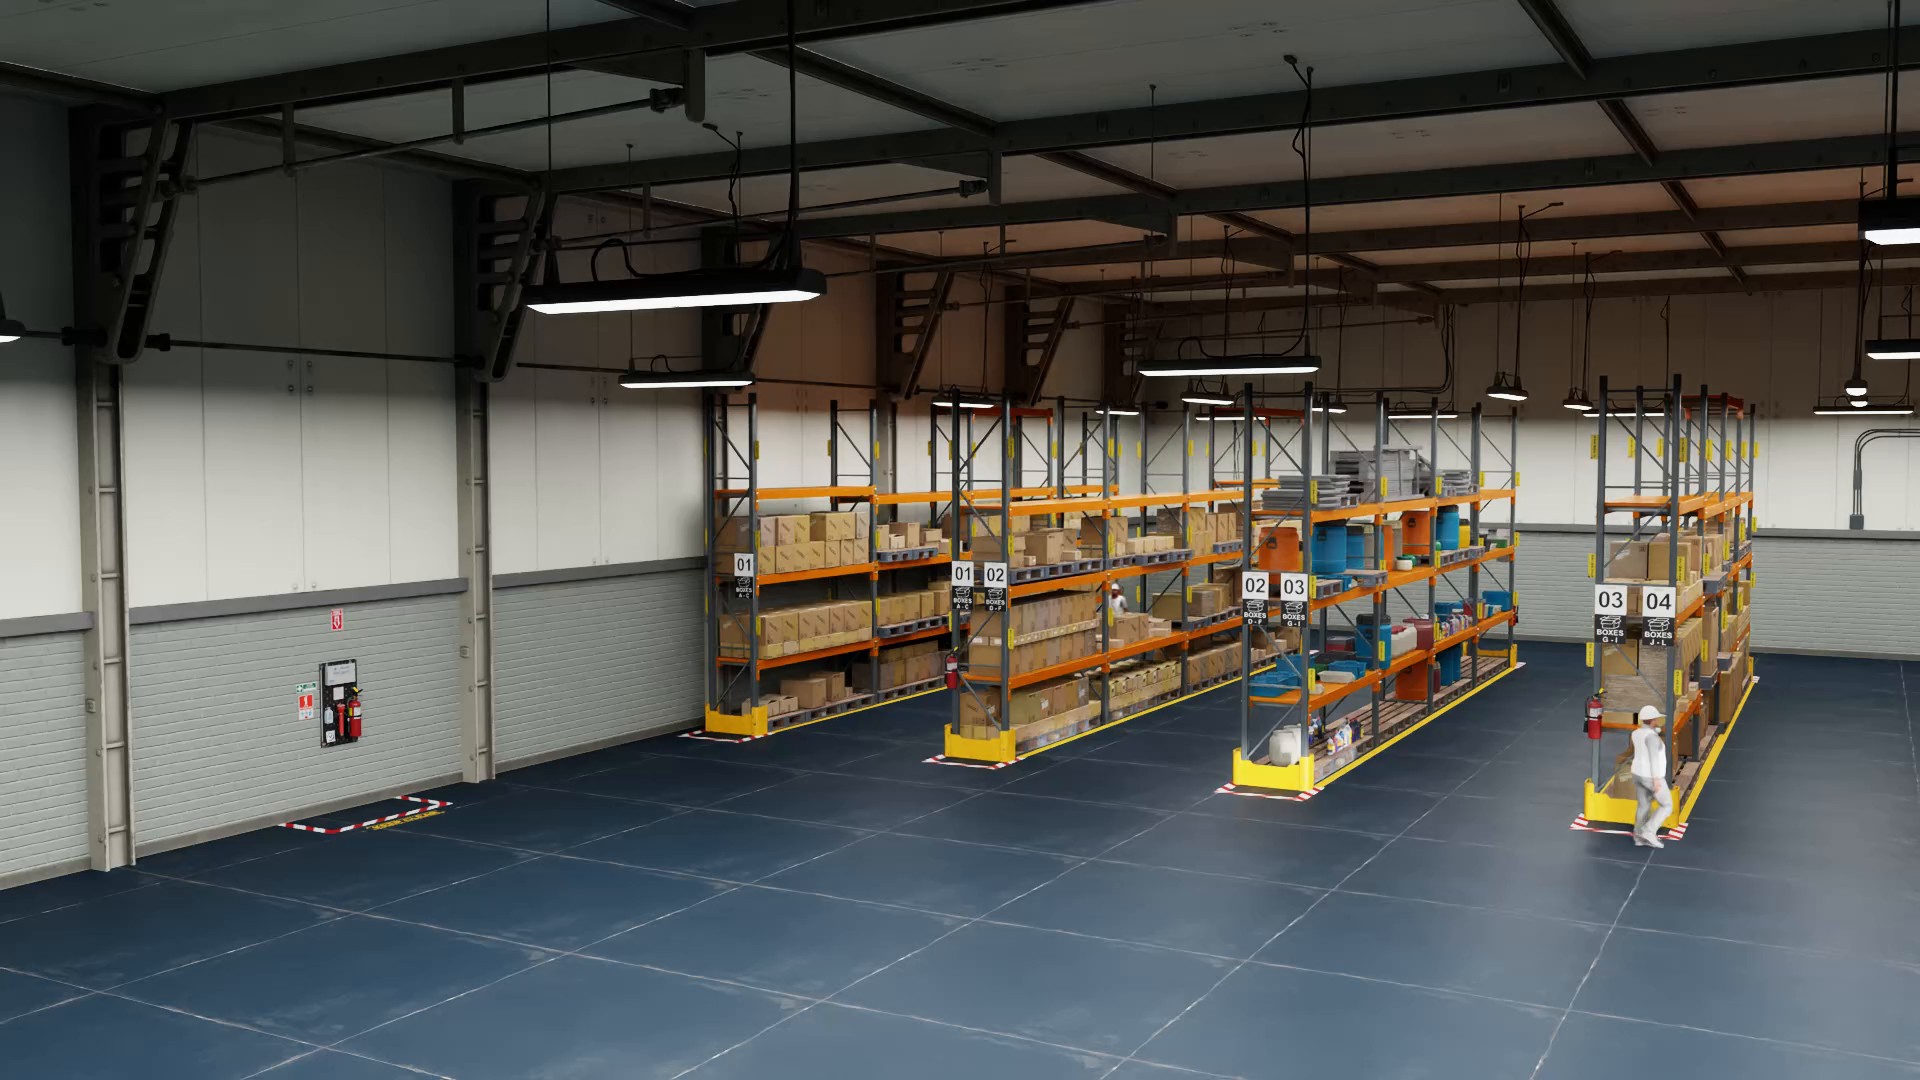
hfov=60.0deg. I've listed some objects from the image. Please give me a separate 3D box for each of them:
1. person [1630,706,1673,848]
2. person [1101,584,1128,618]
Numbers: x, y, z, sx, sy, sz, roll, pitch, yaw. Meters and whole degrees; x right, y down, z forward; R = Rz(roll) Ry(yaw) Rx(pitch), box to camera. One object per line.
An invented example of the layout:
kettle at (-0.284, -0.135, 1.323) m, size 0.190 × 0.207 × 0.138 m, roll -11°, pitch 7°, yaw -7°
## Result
person at (8.721, 2.976, 21.002) m, size 0.426 × 1.770 × 0.564 m, roll -1°, pitch 3°, yaw -10°
person at (3.724, 1.936, 40.376) m, size 0.610 × 1.722 × 1.069 m, roll 2°, pitch 4°, yaw 32°
